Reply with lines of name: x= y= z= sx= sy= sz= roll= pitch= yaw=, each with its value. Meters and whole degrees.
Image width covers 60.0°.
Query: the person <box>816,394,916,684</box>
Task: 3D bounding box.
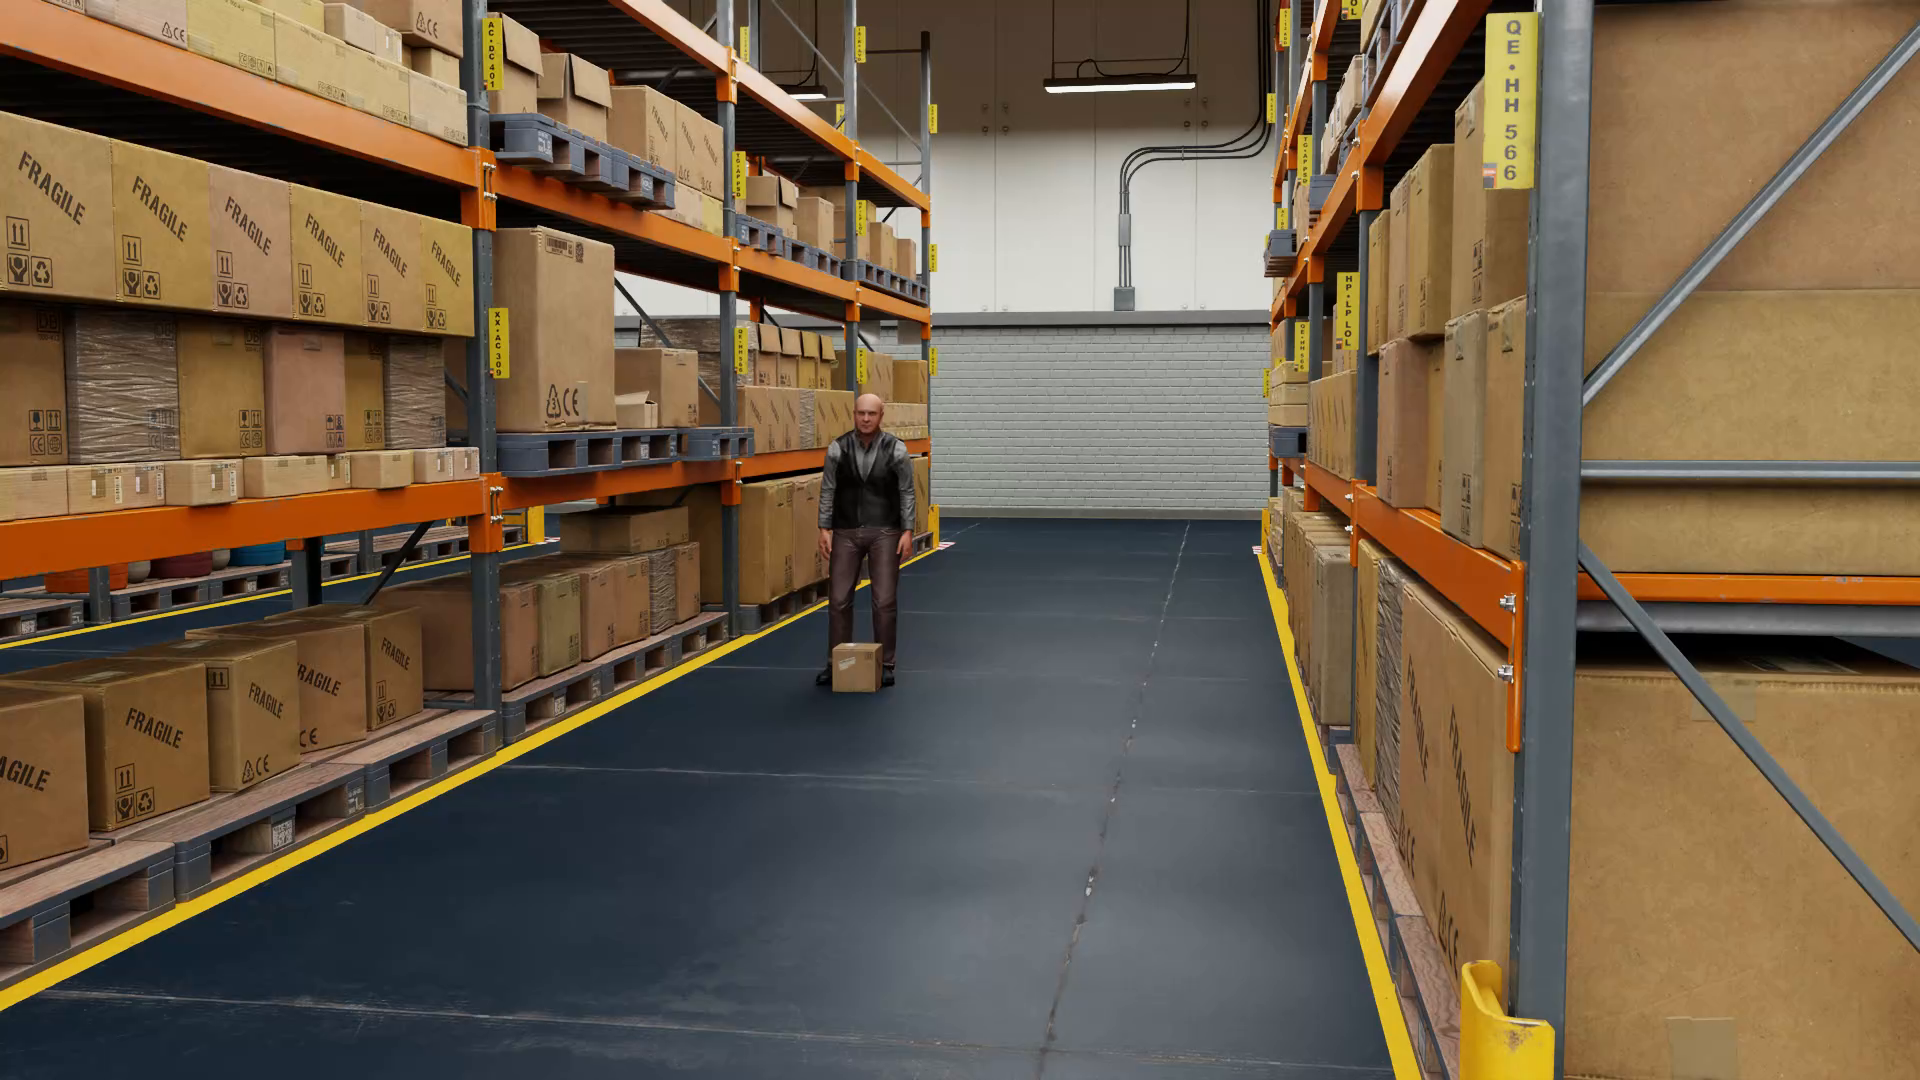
person: x=-0.557 y=-0.010 z=9.928 sx=0.589 sy=1.720 sz=0.422 roll=0 pitch=4 yaw=5
